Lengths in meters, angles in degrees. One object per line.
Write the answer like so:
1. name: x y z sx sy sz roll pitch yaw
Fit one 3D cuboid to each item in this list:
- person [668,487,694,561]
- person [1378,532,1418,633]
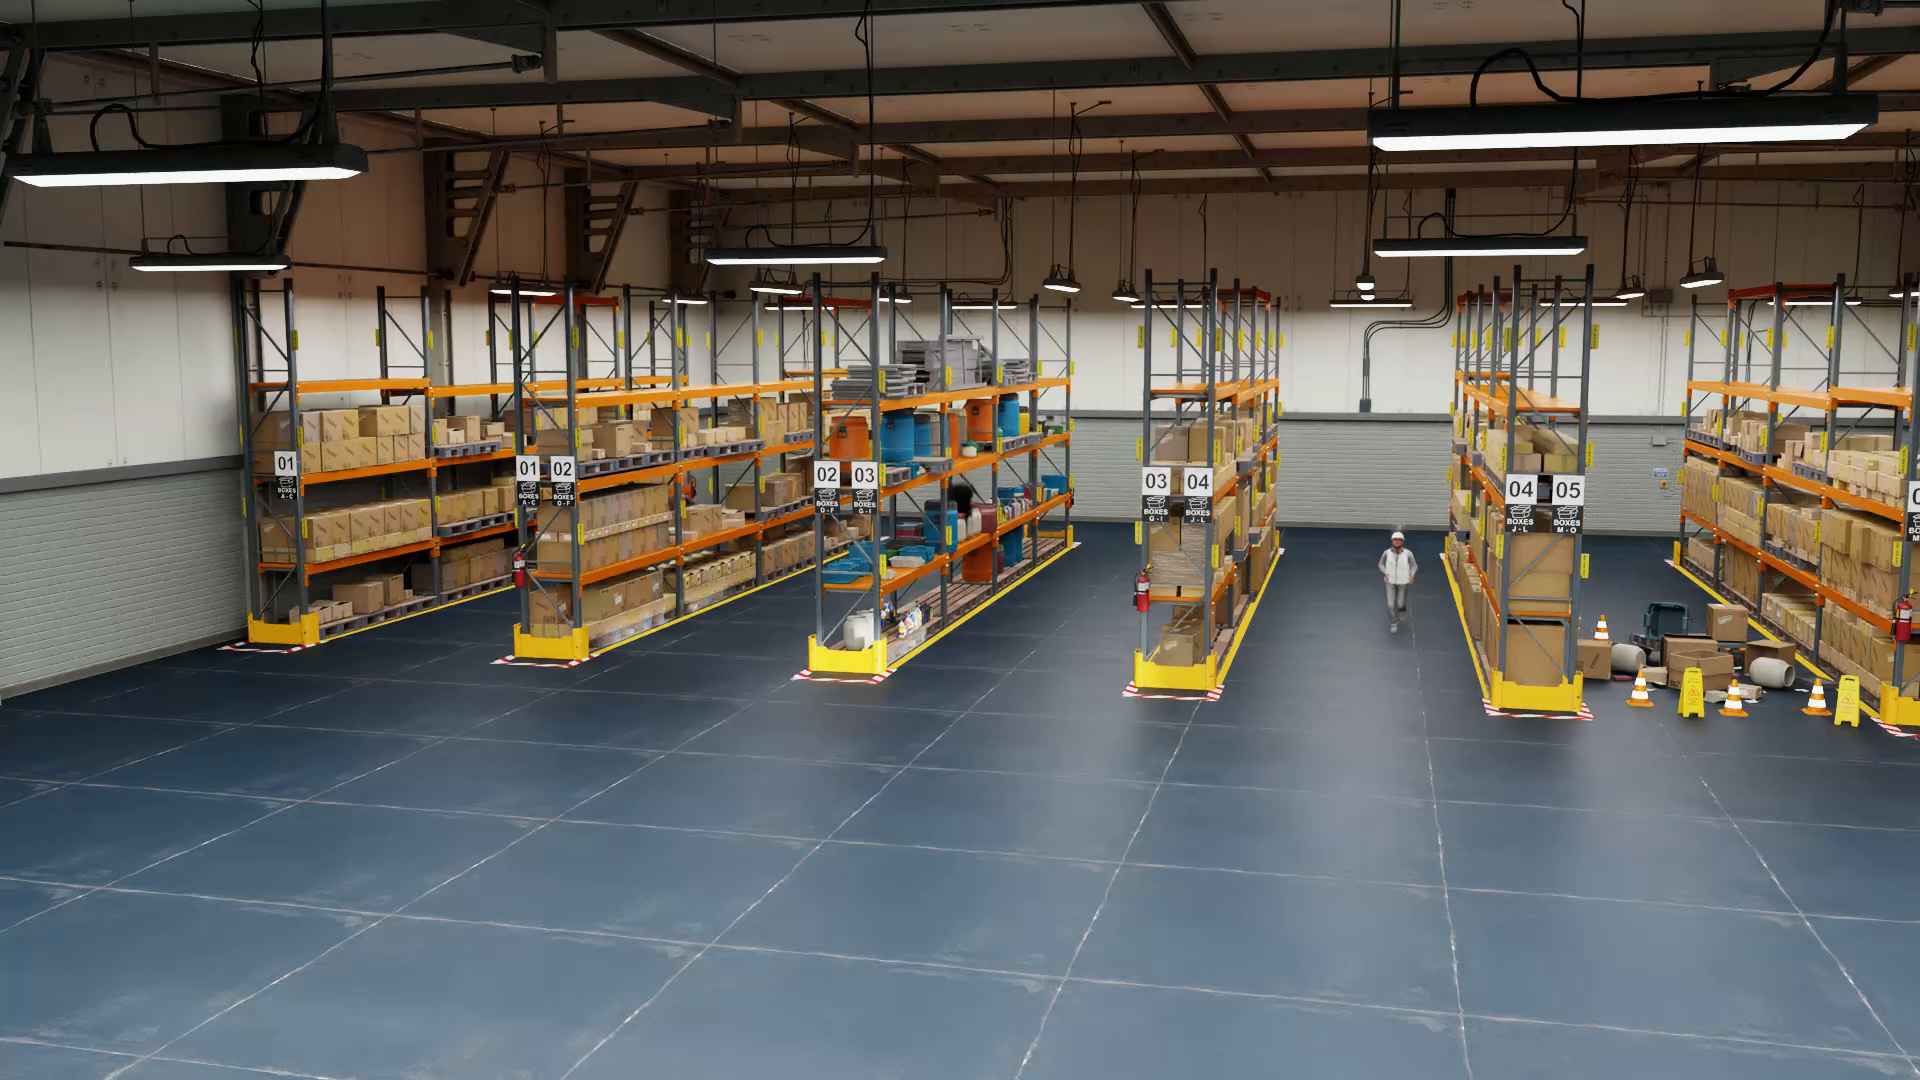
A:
1. person: -6.393 -0.393 37.615 0.715 1.755 1.021 1 7 9
2. person: 7.531 0.723 28.666 0.661 1.730 0.584 2 7 19
